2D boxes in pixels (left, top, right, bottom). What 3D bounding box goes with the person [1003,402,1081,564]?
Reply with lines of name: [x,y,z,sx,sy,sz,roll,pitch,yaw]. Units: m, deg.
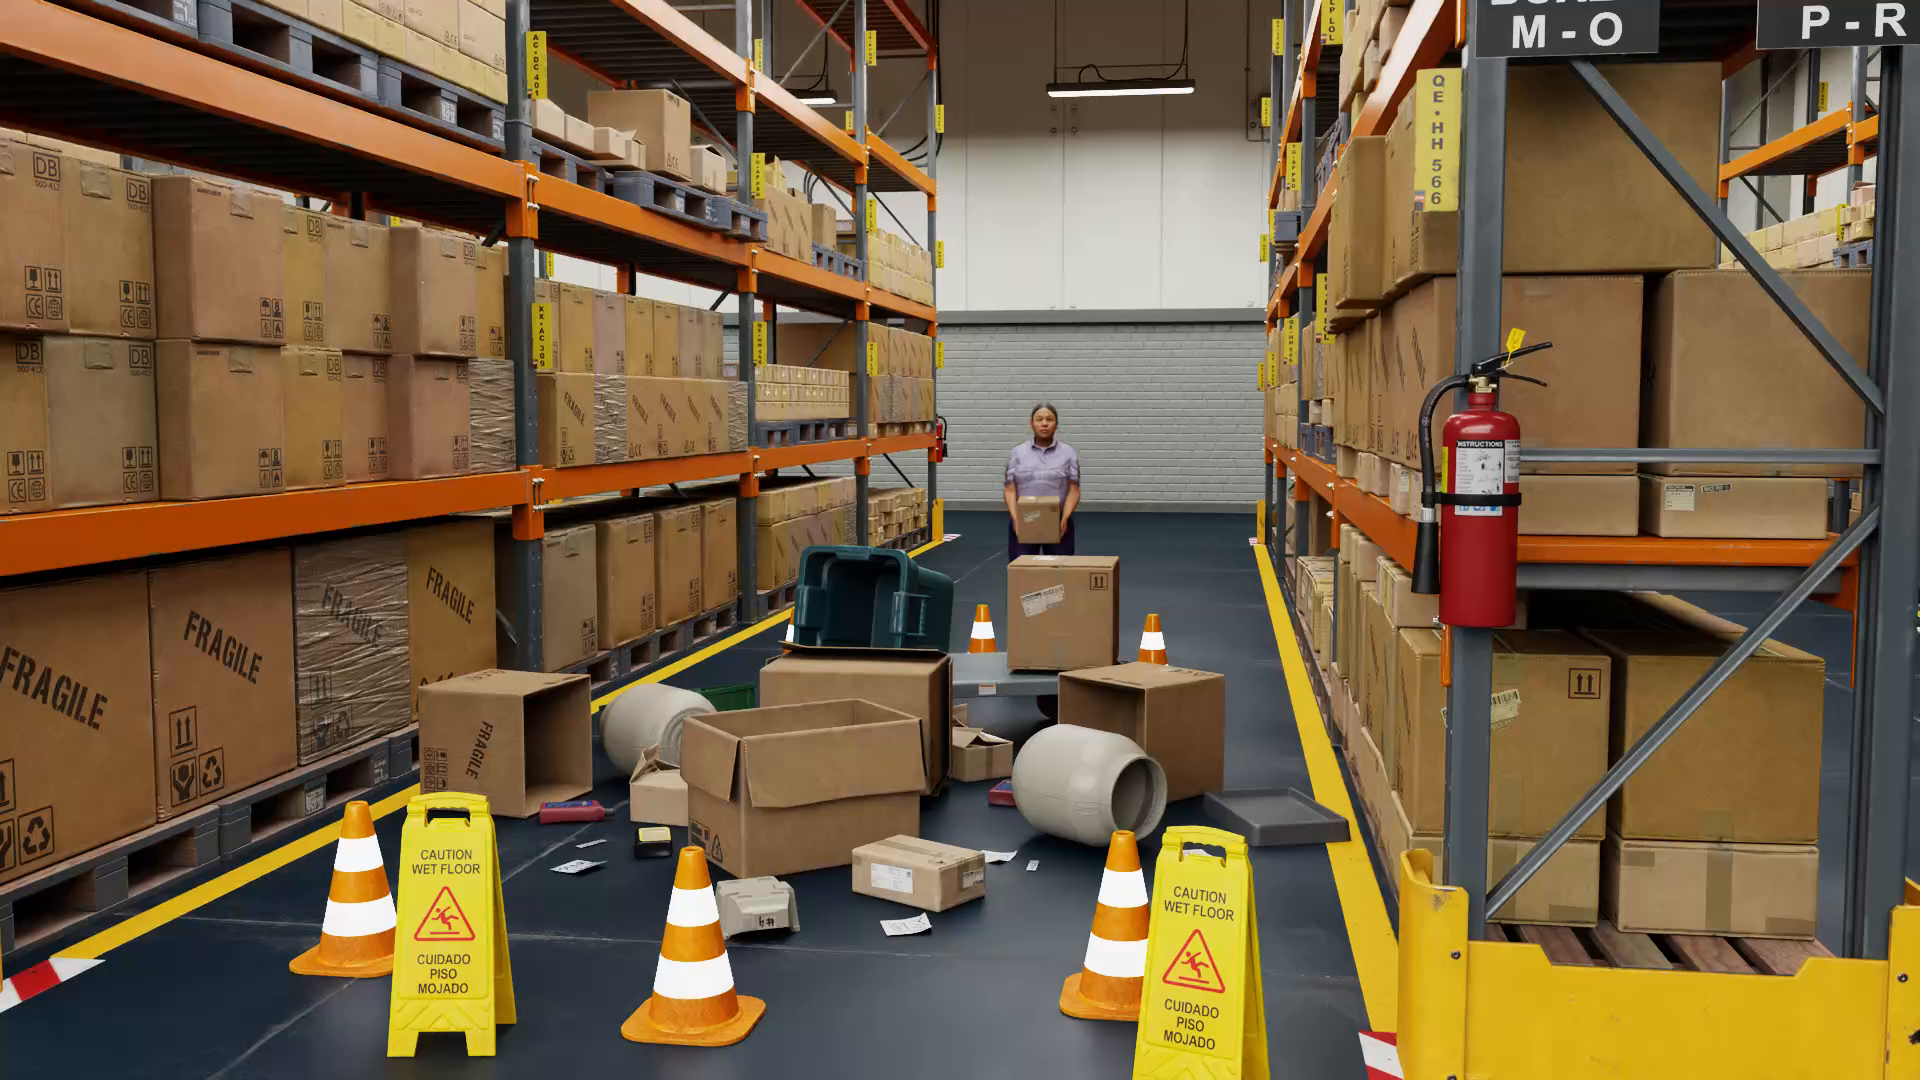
person: [0.502,-0.022,10.231,0.480,1.652,0.469,0,5,4]
